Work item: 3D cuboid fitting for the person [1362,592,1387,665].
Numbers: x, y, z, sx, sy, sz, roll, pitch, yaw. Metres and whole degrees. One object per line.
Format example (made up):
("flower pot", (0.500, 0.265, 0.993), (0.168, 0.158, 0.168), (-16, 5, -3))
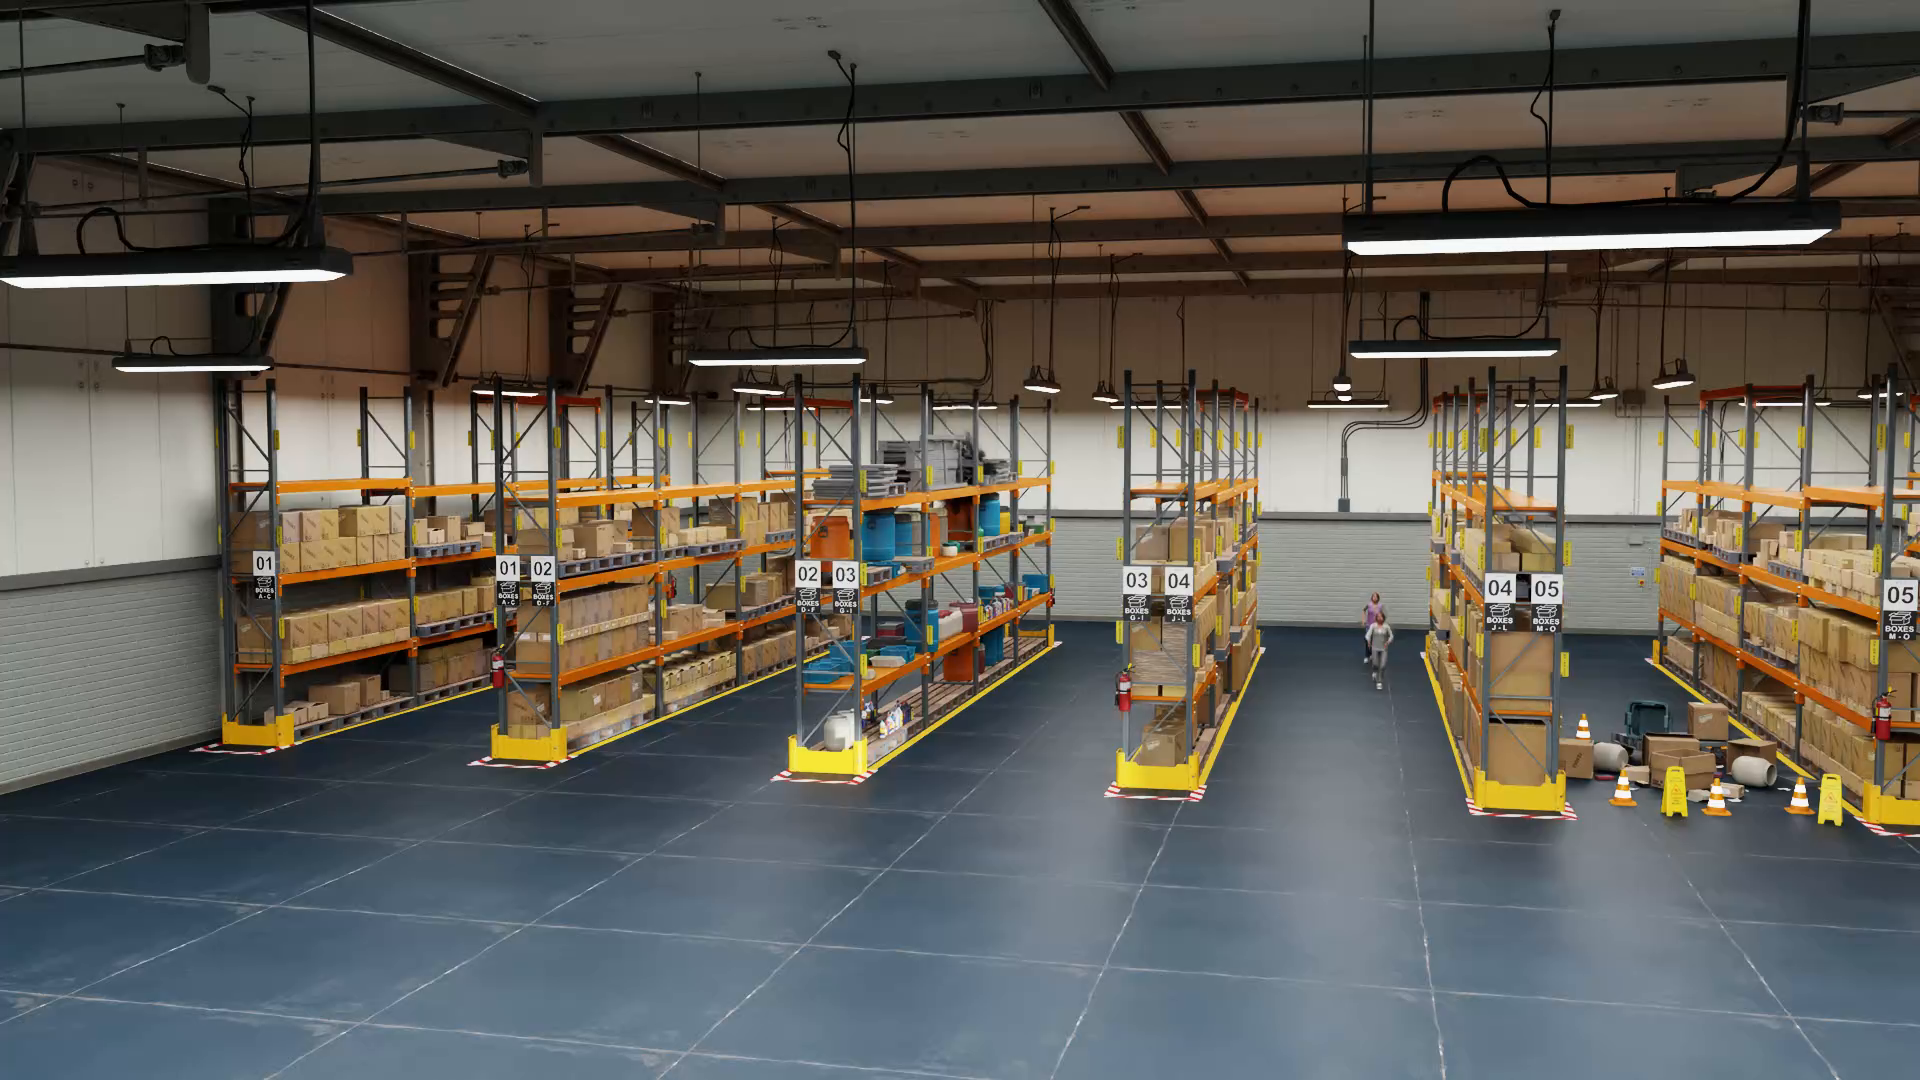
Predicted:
("person", (9.280, 1.985, 37.233), (0.538, 1.603, 0.634), (1, 3, 11))

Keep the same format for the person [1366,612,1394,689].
("person", (8.465, 2.224, 33.544), (0.549, 1.555, 0.537), (1, 4, 13))
